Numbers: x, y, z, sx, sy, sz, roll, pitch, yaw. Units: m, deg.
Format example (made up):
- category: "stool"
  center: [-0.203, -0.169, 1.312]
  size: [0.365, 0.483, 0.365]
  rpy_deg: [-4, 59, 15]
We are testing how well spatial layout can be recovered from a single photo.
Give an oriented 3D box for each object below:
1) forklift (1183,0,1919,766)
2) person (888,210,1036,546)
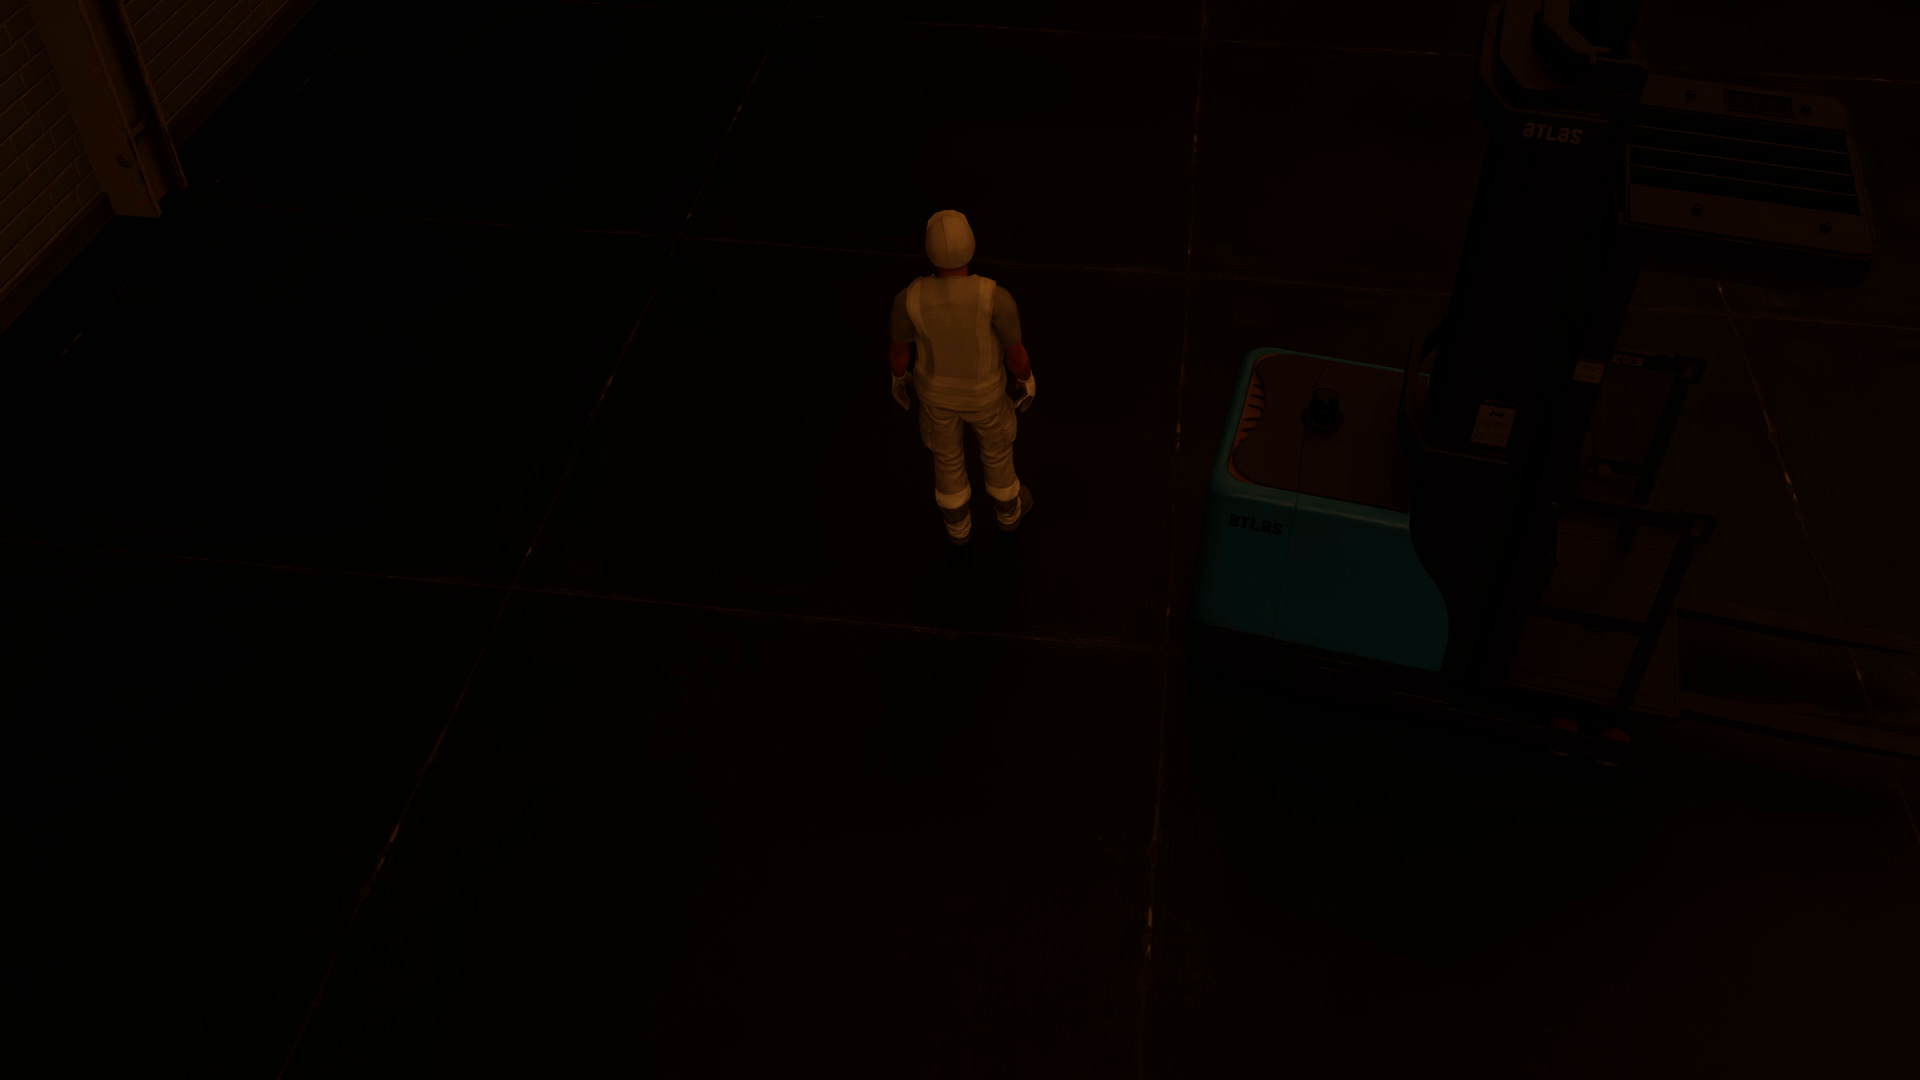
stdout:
- category: "forklift"
  center: [2.551, -0.550, 6.323]
  size: [3.031, 2.935, 1.130]
  rpy_deg: [11, 44, 12]
- category: "person"
  center: [0.021, -0.717, 7.339]
  size: [0.638, 1.789, 0.562]
  rpy_deg: [5, 43, 6]
